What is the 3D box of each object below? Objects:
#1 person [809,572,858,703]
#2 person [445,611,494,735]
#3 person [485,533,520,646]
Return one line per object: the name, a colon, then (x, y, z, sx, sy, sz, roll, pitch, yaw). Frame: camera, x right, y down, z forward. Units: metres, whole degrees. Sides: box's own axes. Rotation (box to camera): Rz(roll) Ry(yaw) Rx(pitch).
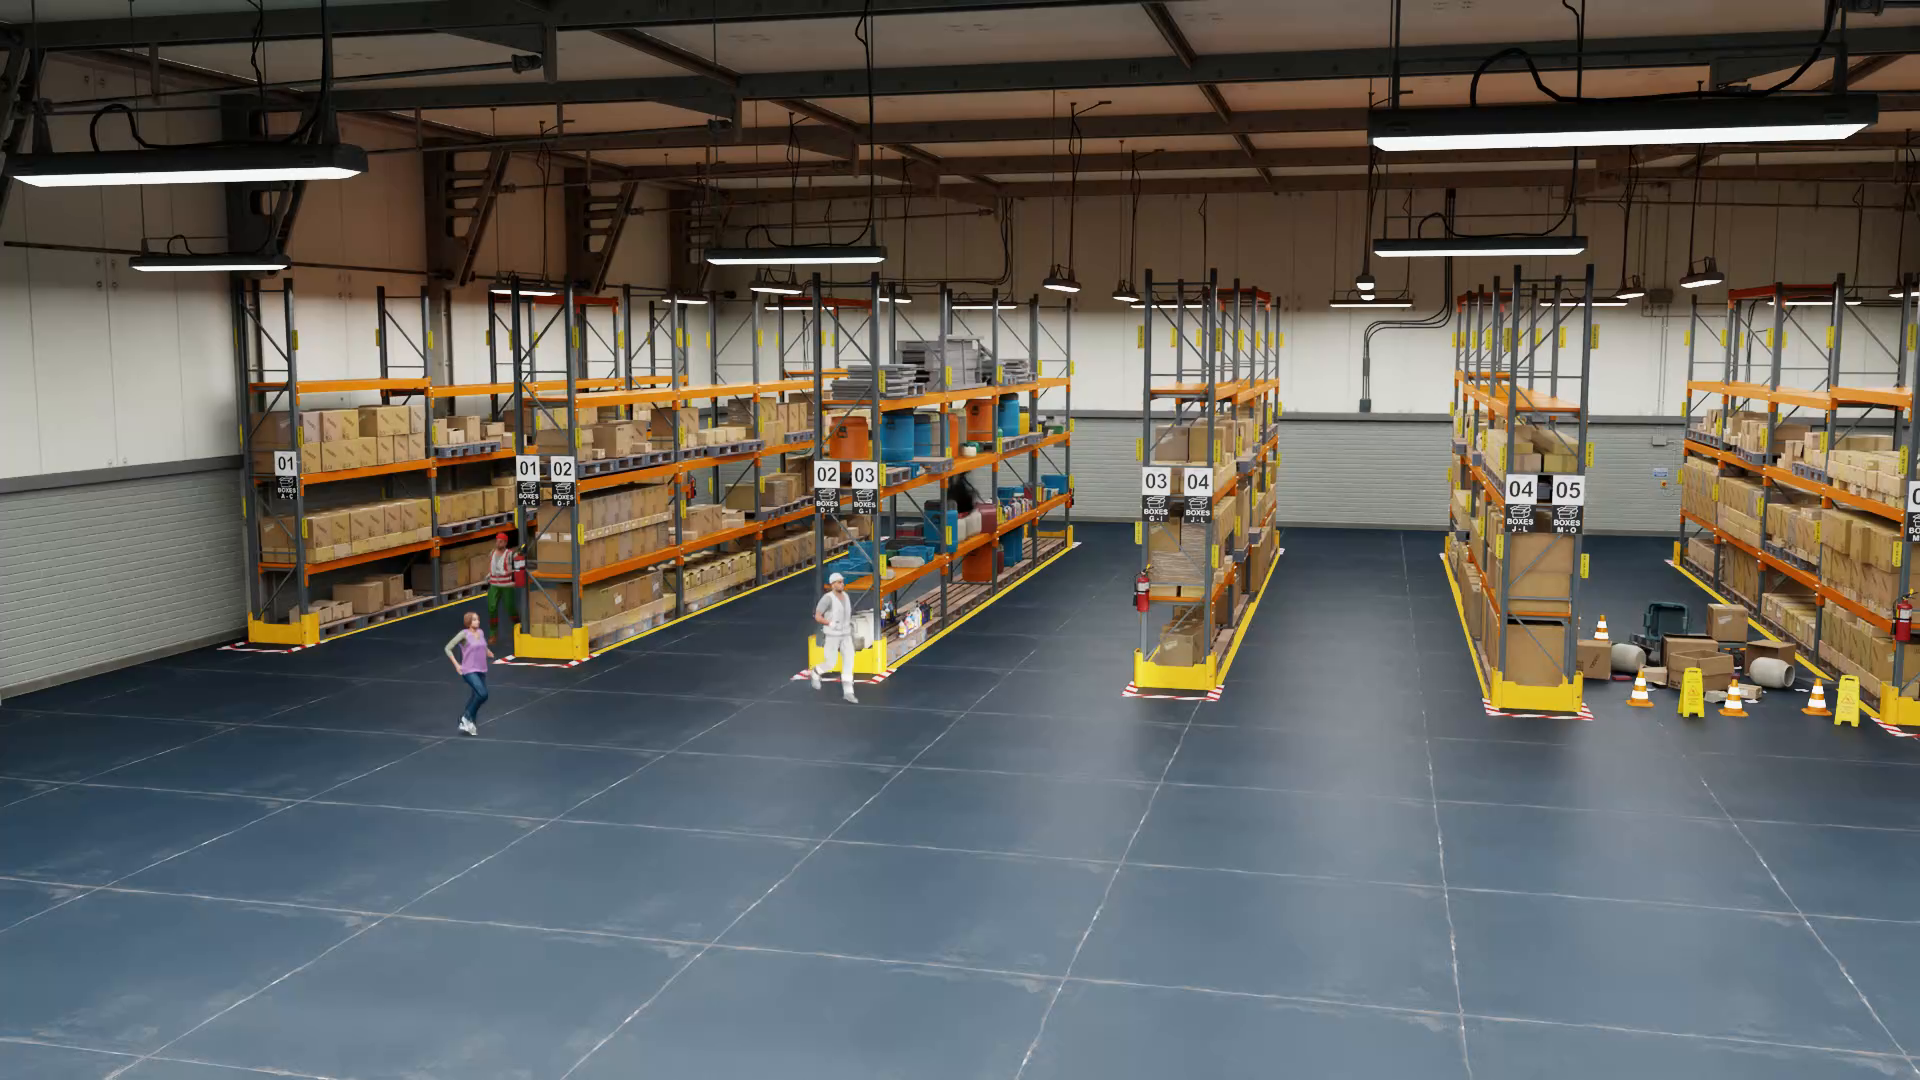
person: (-1.722, 1.340, 23.212, 0.686, 1.781, 0.989, -6, 9, -43)
person: (-6.157, 1.684, 21.077, 0.643, 1.572, 0.508, 3, 8, 25)
person: (-7.611, 0.788, 27.686, 0.654, 1.832, 0.847, 1, 7, 10)
